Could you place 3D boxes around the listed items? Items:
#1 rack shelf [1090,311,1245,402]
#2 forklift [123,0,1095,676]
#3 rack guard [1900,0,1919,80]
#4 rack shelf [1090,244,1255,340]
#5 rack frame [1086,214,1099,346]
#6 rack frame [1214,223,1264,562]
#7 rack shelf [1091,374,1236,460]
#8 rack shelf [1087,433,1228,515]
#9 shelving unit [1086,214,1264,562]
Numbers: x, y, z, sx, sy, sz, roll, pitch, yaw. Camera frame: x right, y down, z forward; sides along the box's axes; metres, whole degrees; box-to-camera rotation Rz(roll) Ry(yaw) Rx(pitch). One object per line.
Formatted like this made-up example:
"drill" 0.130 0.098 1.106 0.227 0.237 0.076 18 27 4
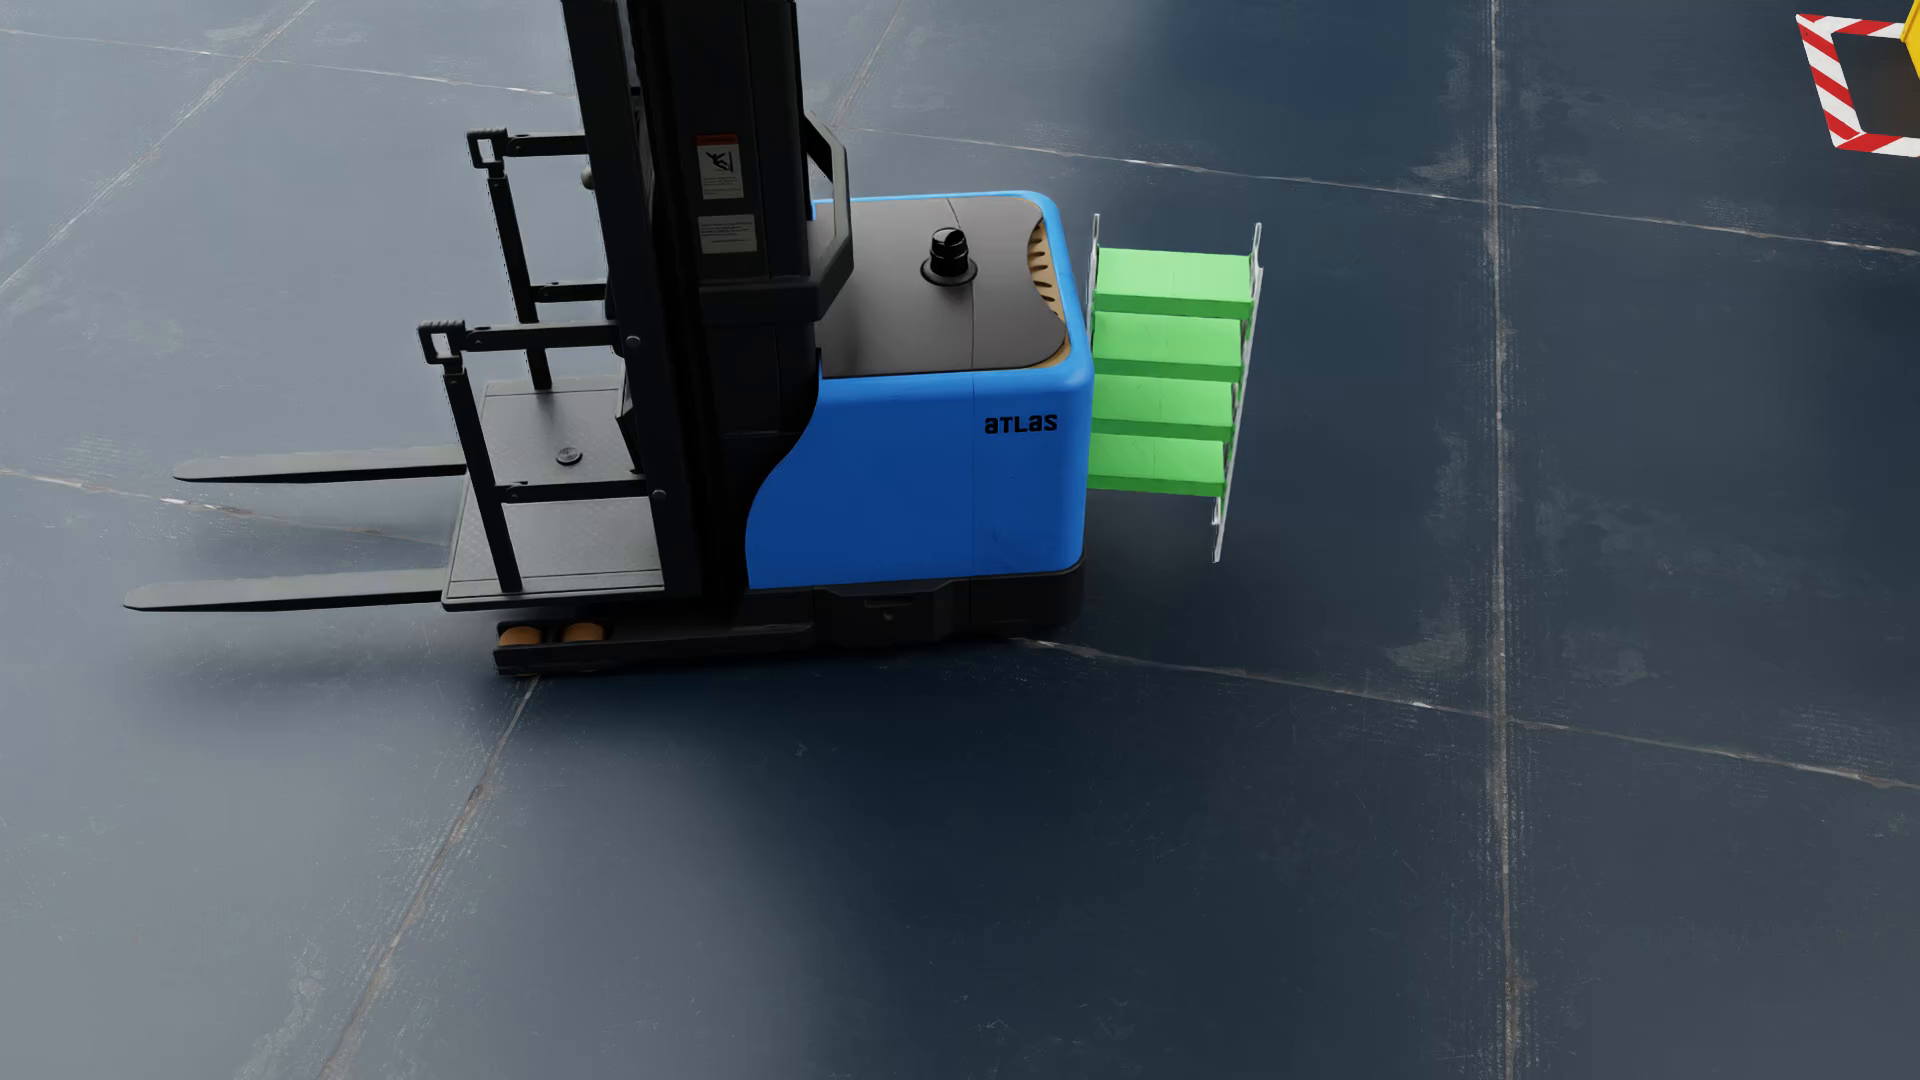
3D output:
"rack shelf" 0.646 -0.584 5.238 0.480 0.148 0.258 4 44 4
"forklift" -1.145 -1.006 4.682 3.031 2.935 1.130 -3 44 -3
"rack guard" 4.797 -2.341 7.822 0.348 0.500 1.175 9 45 9
"rack shelf" 0.646 -0.757 5.072 0.480 0.148 0.258 4 44 4
"rack frame" 0.403 -0.475 5.378 0.015 1.200 0.240 4 44 4
"rack frame" 0.888 -0.440 5.342 0.015 1.200 0.240 4 44 4
"rack shelf" 0.646 -0.411 5.404 0.480 0.148 0.258 4 44 4
"rack shelf" 0.646 -0.239 5.571 0.480 0.148 0.258 4 44 4
"shelving unit" 0.646 -0.457 5.360 0.503 1.200 0.258 4 44 4
